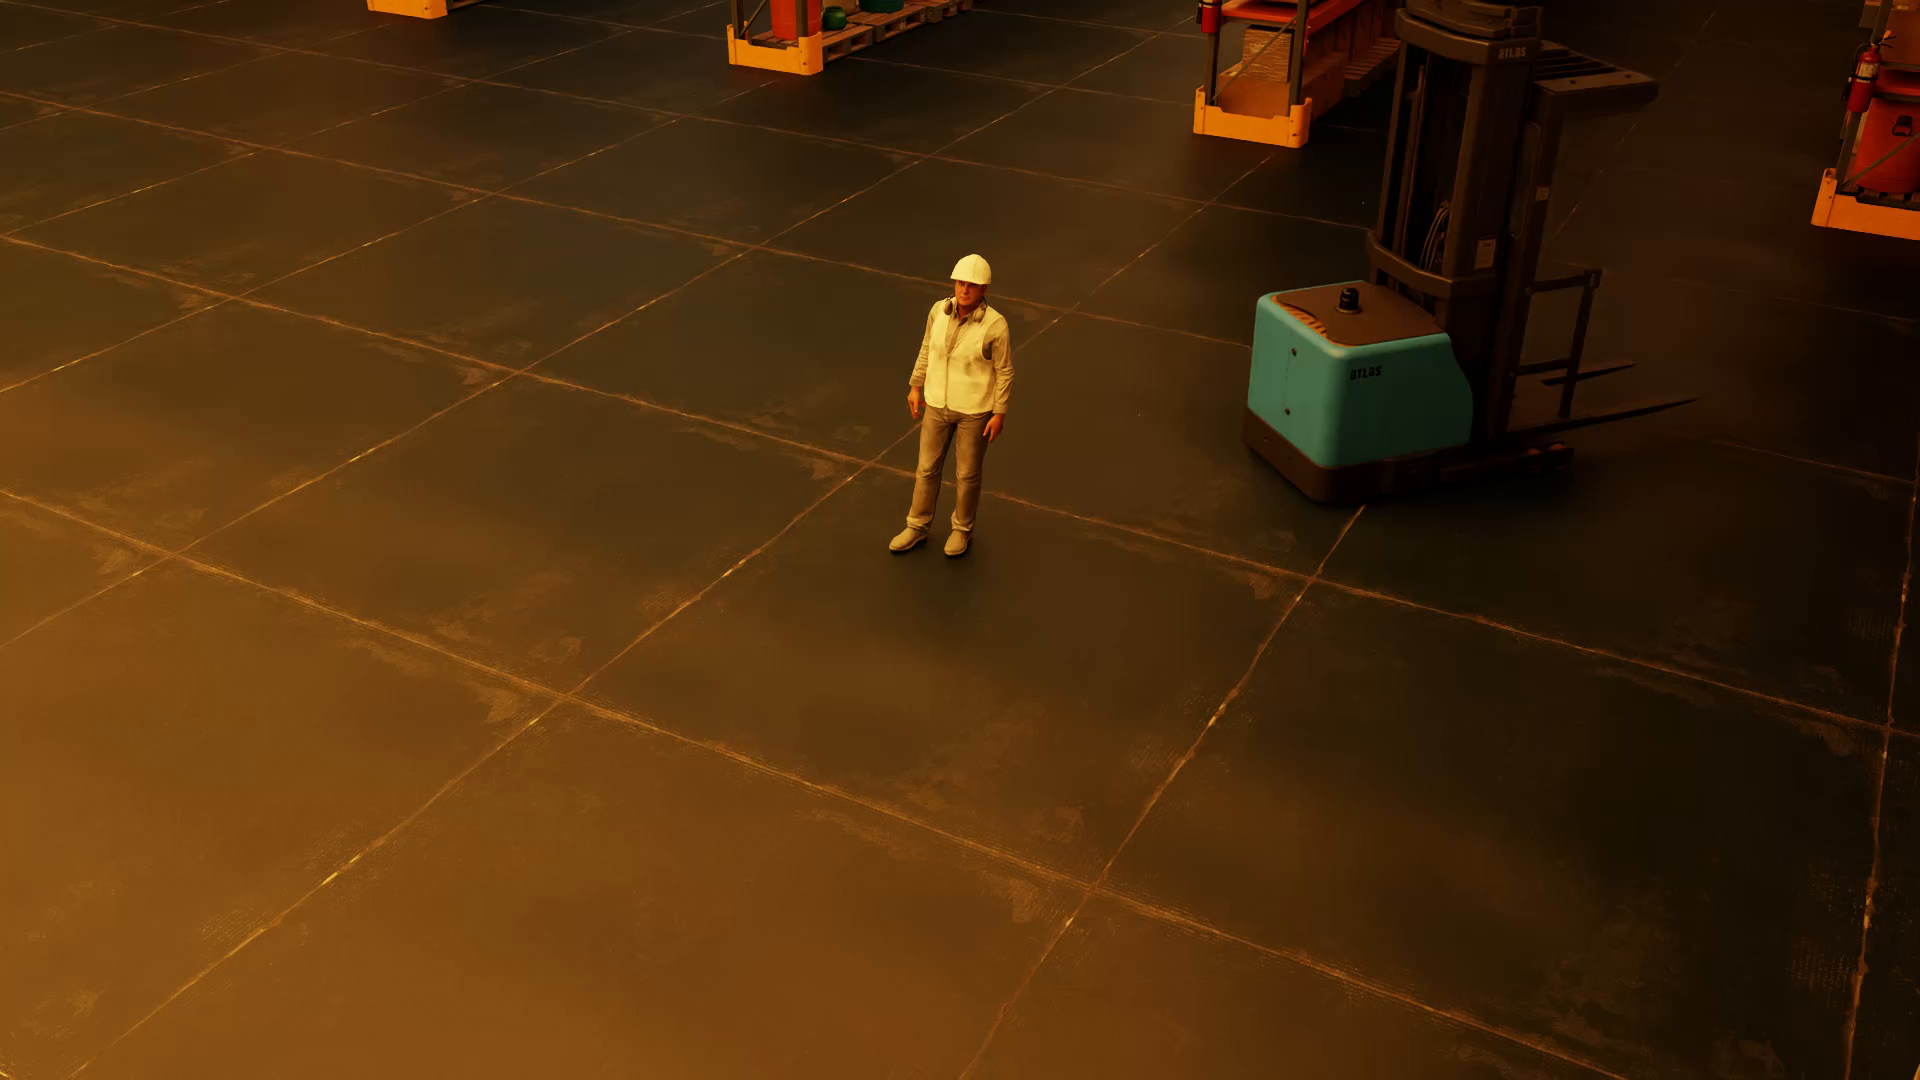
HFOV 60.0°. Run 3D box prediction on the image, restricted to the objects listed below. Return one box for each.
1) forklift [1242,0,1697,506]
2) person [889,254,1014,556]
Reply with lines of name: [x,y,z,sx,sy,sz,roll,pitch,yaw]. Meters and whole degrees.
forklift: [3.442,-1.929,10.414,3.031,2.935,1.130,-10,32,-17]
person: [-0.037,-0.749,9.511,0.633,1.775,0.566,15,33,25]
